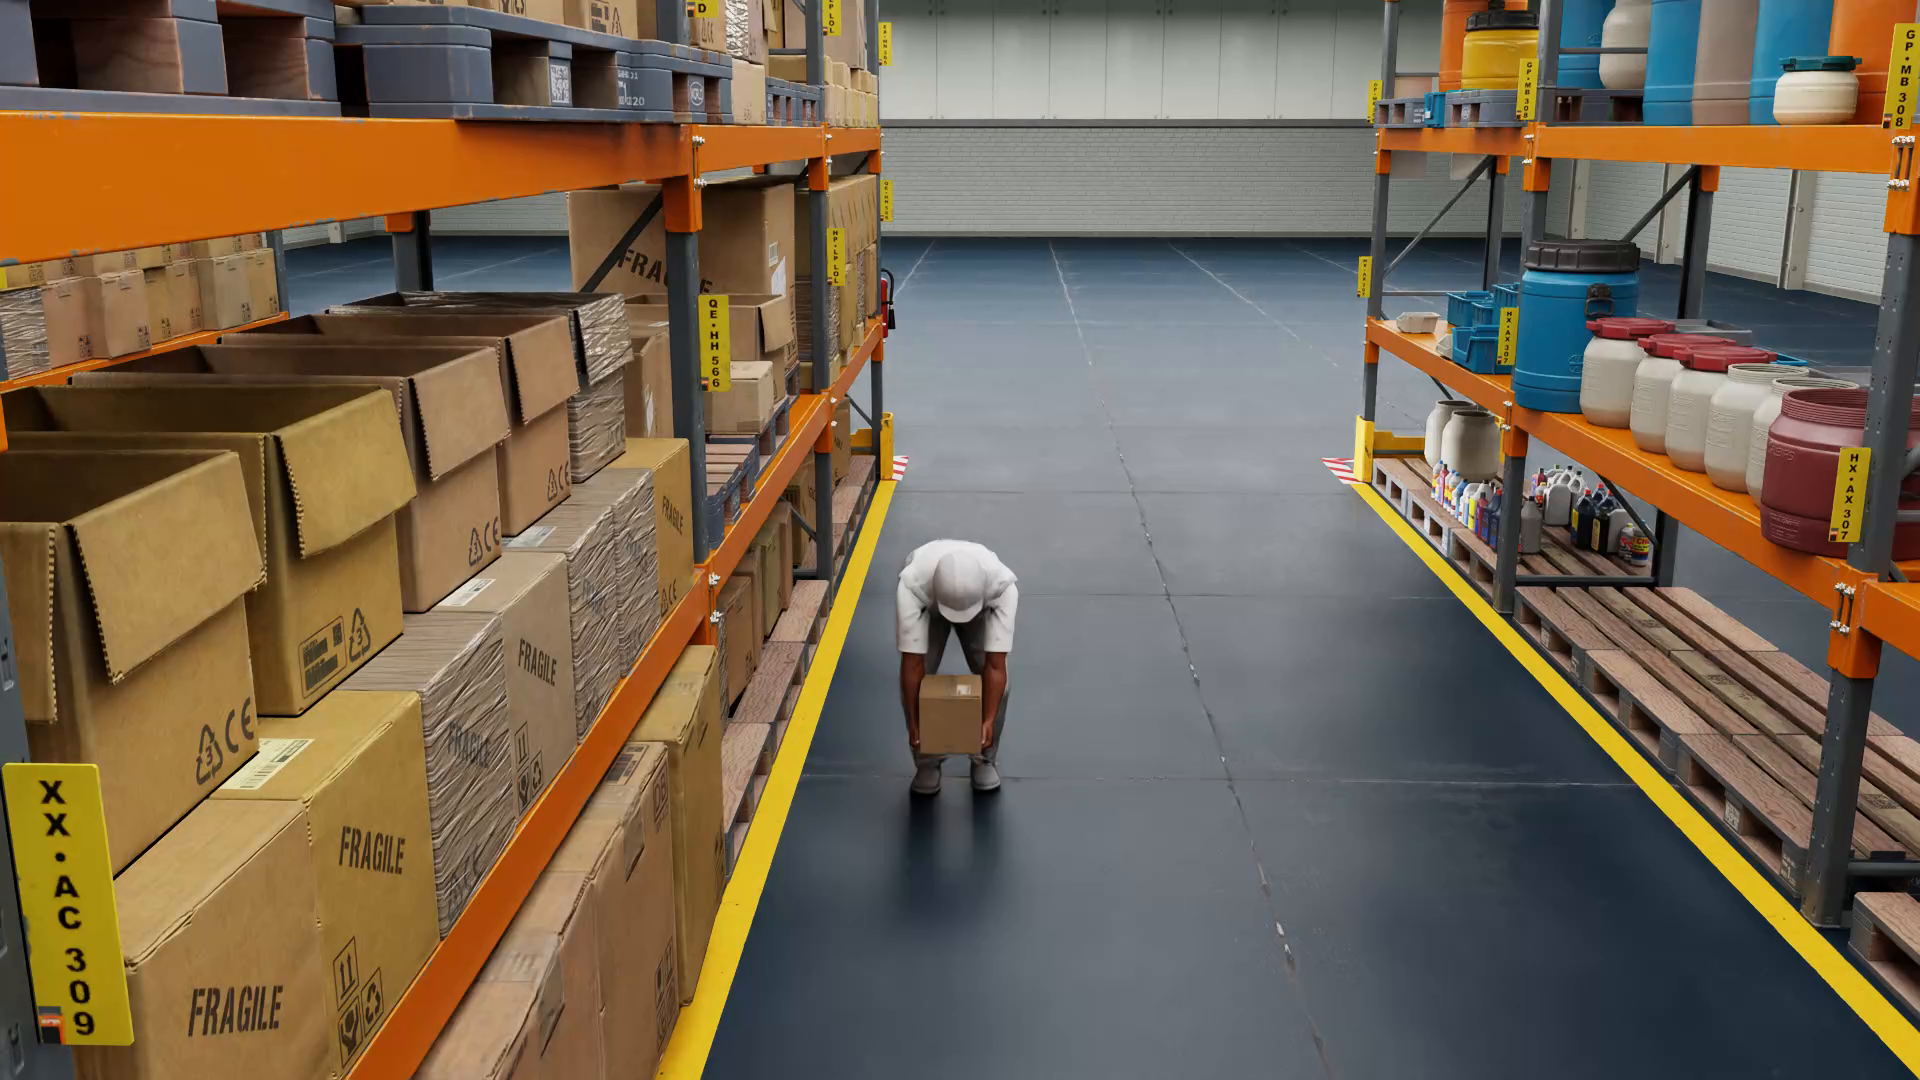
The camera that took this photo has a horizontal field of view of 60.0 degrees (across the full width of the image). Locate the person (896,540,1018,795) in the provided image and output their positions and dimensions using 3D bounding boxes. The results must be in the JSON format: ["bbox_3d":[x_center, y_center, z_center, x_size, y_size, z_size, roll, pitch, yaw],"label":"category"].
[{"bbox_3d":[-0.012,0.530,6.997,0.501,1.187,0.954,0,14,-1],"label":"person"}]
